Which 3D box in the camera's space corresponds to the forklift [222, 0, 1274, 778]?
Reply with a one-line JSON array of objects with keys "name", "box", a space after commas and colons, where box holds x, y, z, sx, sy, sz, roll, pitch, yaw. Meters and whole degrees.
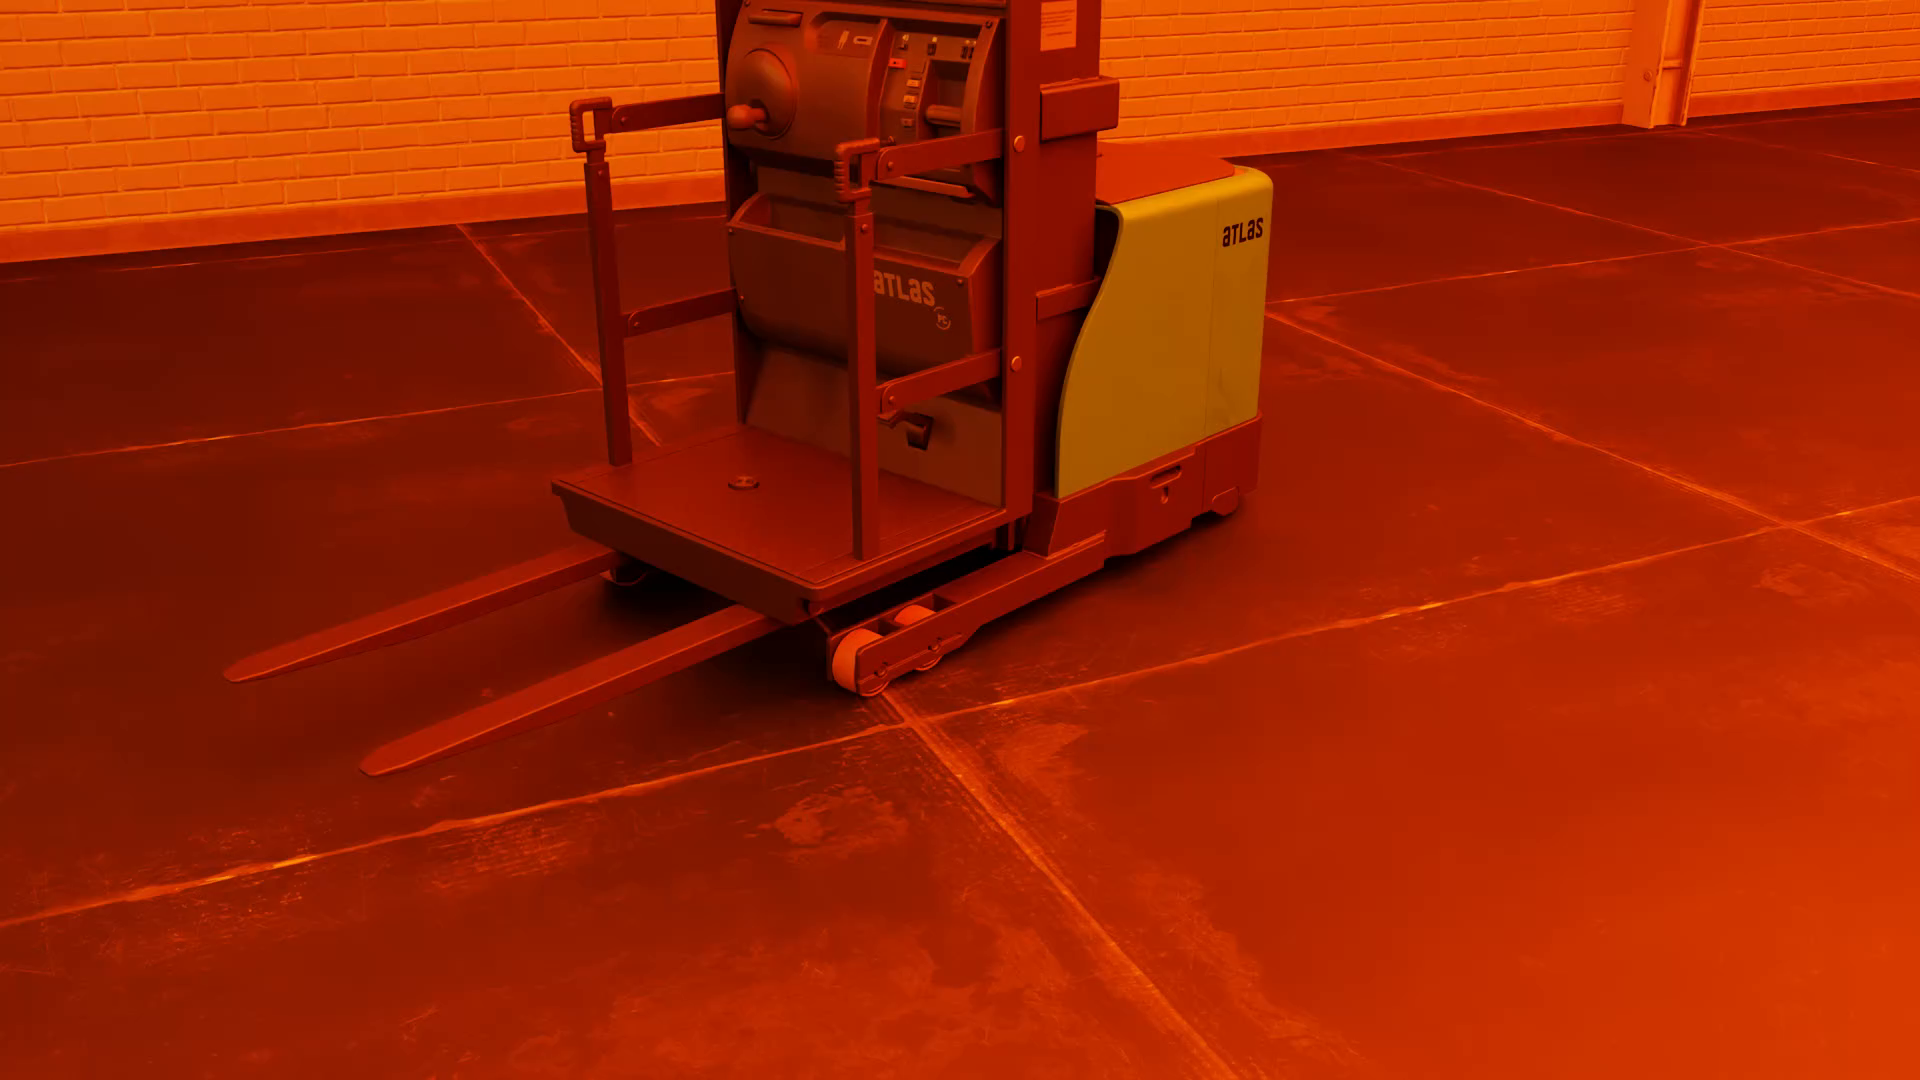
[{"name": "forklift", "box": [-0.413, -1.182, 4.131, 1.130, 2.935, 3.031, 19, 29, 39]}]
